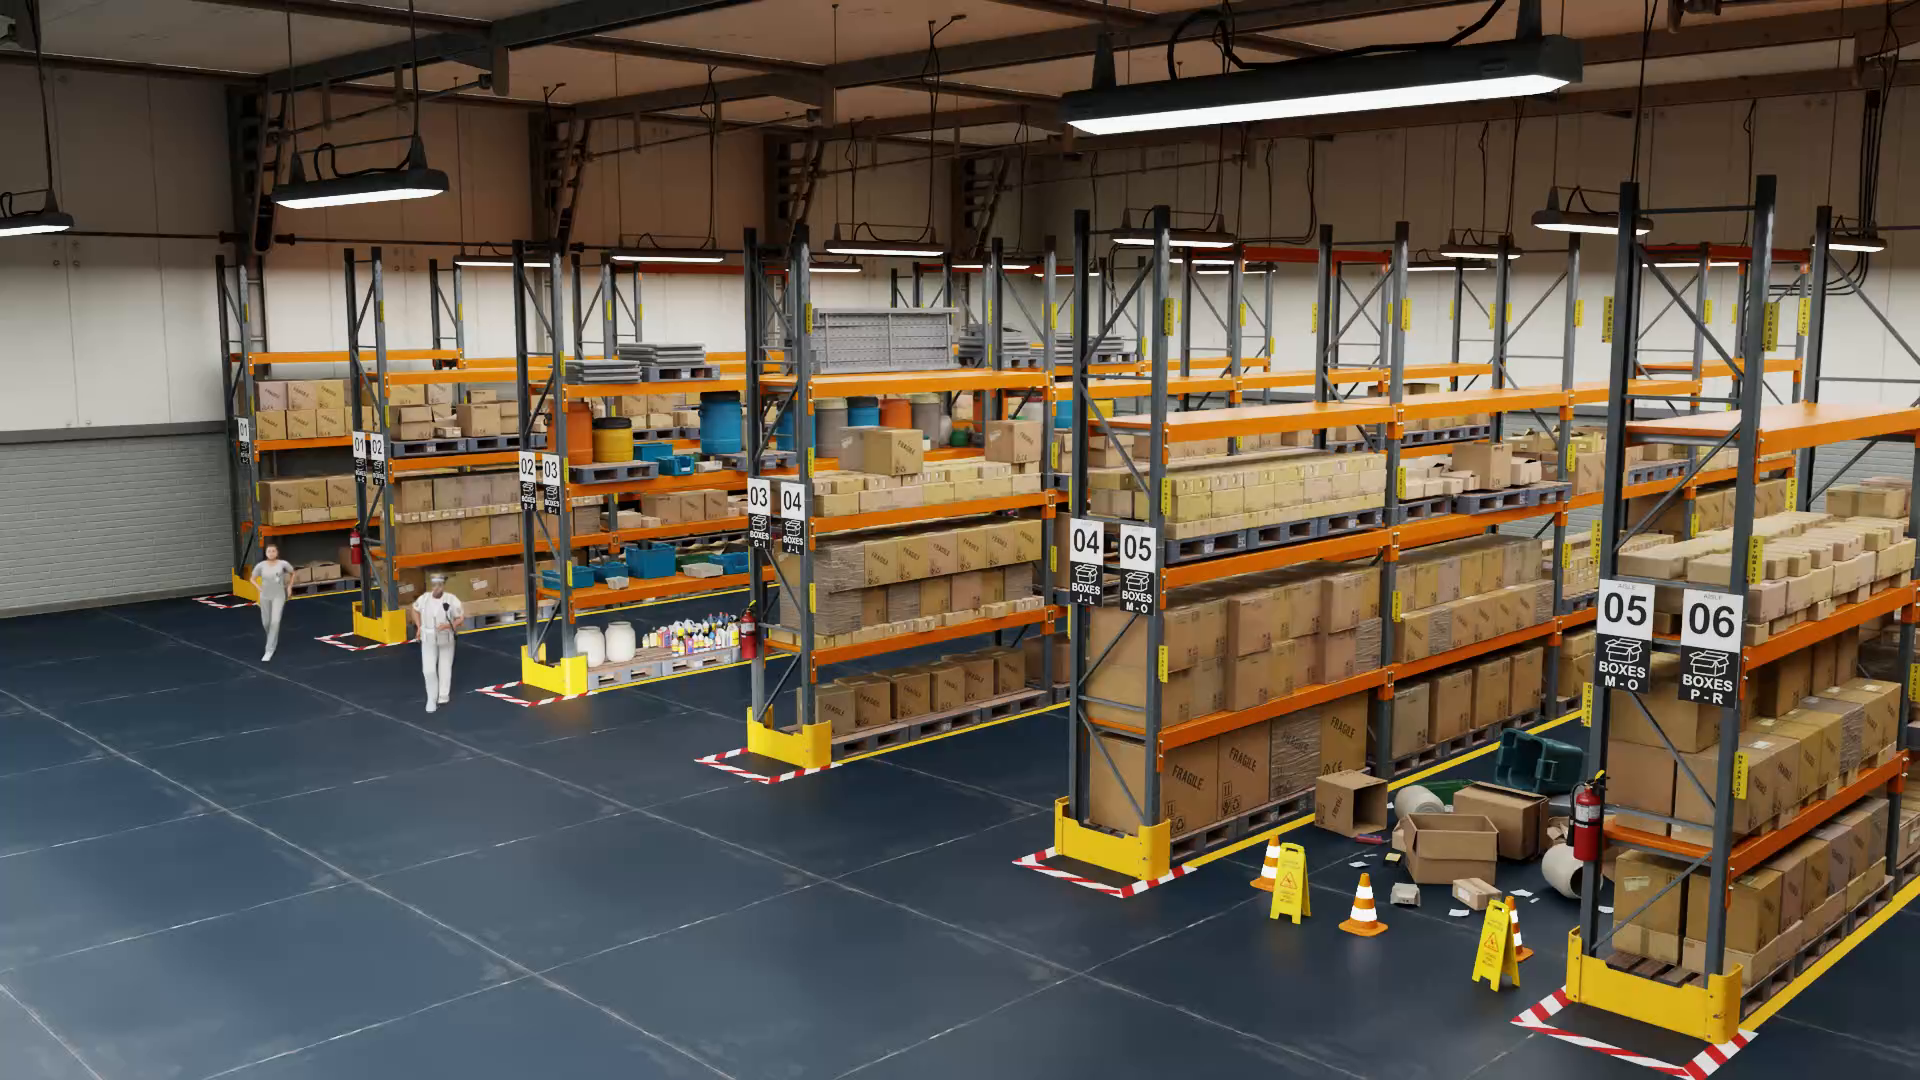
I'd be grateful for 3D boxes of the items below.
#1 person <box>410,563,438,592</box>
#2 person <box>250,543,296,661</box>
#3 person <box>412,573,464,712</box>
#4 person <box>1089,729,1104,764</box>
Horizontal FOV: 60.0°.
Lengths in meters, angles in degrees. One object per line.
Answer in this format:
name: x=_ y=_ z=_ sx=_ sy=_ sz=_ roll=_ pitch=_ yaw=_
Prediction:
person: x=-9.044 y=0.340 z=28.088 sx=0.644 sy=1.699 sz=0.635 roll=6 pitch=10 yaw=36
person: x=-10.101 y=0.874 z=24.447 sx=0.603 sy=1.669 sz=0.973 roll=-2 pitch=8 yaw=-11
person: x=-6.663 y=1.316 z=21.237 sx=0.655 sy=1.823 sz=0.678 roll=-2 pitch=8 yaw=-11
person: x=1.778 y=1.704 z=18.902 sx=0.533 sy=1.630 sz=0.729 roll=6 pitch=10 yaw=36
